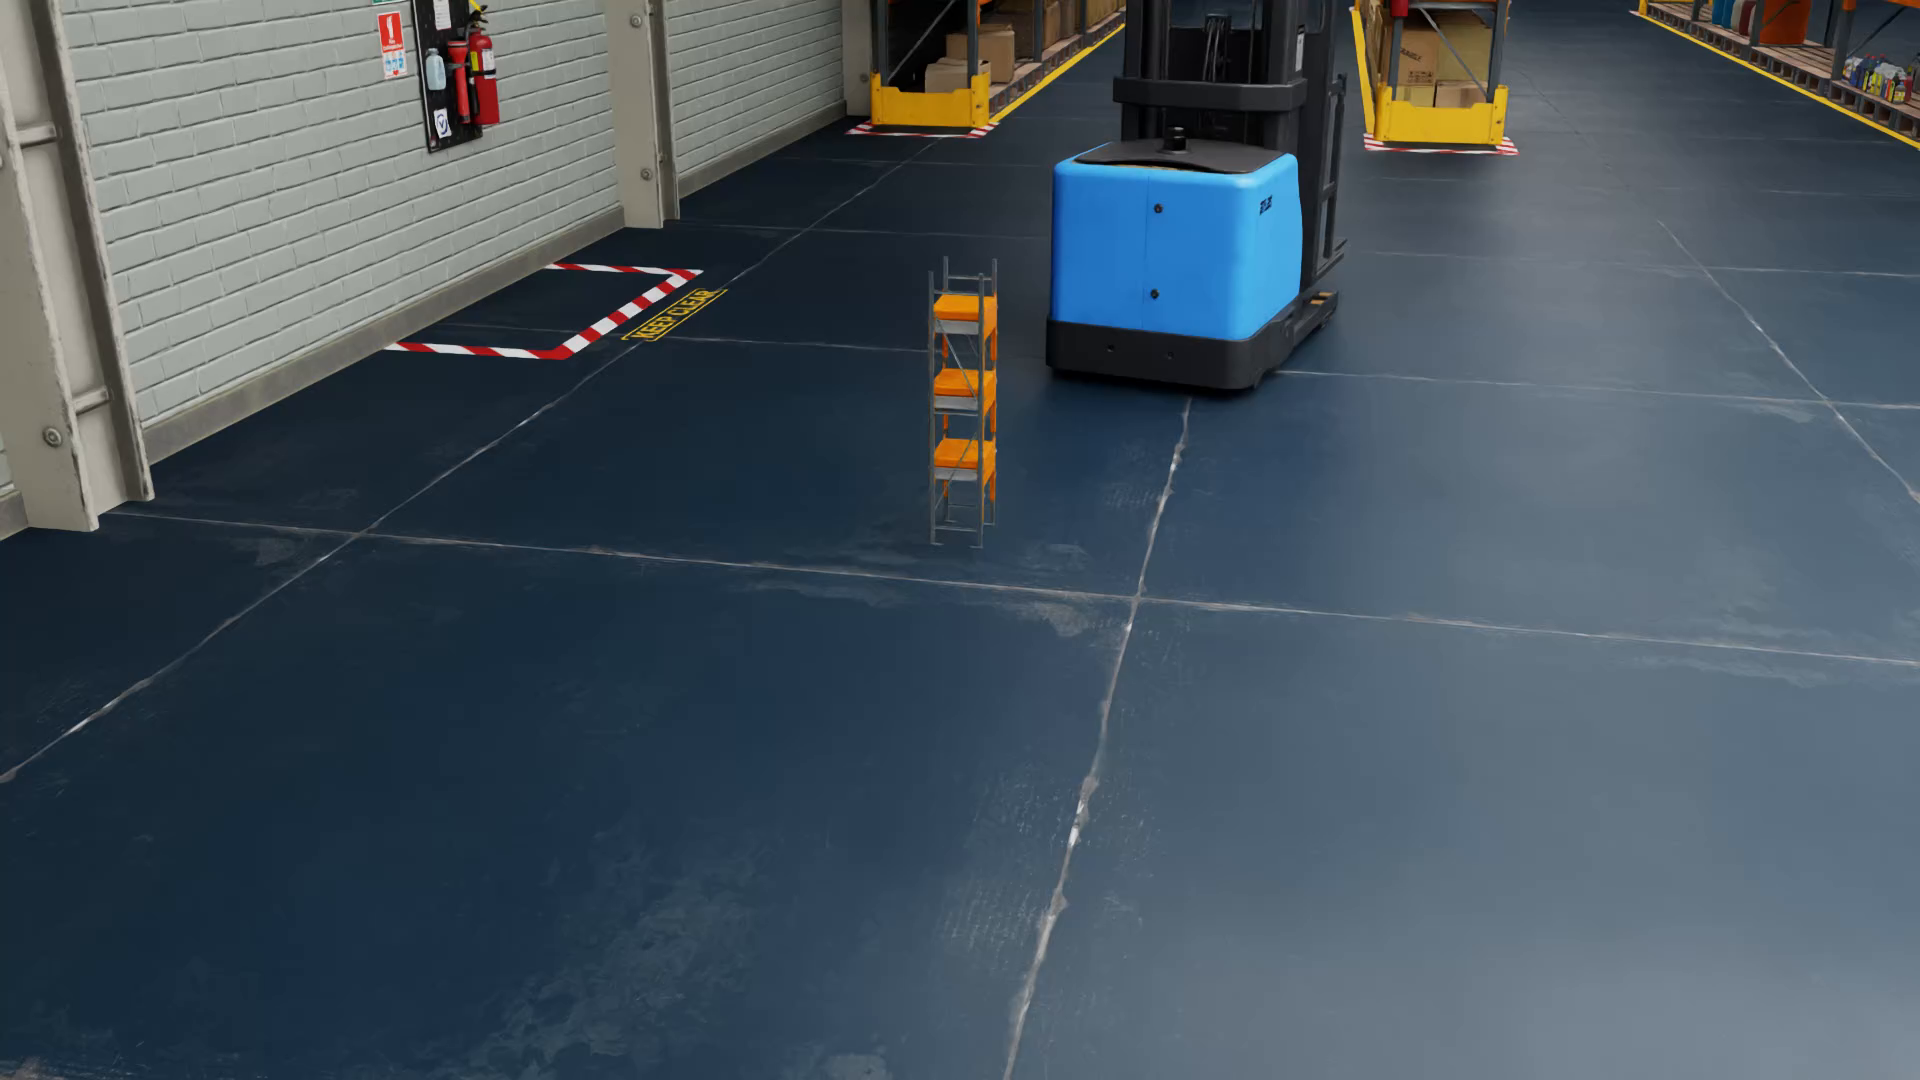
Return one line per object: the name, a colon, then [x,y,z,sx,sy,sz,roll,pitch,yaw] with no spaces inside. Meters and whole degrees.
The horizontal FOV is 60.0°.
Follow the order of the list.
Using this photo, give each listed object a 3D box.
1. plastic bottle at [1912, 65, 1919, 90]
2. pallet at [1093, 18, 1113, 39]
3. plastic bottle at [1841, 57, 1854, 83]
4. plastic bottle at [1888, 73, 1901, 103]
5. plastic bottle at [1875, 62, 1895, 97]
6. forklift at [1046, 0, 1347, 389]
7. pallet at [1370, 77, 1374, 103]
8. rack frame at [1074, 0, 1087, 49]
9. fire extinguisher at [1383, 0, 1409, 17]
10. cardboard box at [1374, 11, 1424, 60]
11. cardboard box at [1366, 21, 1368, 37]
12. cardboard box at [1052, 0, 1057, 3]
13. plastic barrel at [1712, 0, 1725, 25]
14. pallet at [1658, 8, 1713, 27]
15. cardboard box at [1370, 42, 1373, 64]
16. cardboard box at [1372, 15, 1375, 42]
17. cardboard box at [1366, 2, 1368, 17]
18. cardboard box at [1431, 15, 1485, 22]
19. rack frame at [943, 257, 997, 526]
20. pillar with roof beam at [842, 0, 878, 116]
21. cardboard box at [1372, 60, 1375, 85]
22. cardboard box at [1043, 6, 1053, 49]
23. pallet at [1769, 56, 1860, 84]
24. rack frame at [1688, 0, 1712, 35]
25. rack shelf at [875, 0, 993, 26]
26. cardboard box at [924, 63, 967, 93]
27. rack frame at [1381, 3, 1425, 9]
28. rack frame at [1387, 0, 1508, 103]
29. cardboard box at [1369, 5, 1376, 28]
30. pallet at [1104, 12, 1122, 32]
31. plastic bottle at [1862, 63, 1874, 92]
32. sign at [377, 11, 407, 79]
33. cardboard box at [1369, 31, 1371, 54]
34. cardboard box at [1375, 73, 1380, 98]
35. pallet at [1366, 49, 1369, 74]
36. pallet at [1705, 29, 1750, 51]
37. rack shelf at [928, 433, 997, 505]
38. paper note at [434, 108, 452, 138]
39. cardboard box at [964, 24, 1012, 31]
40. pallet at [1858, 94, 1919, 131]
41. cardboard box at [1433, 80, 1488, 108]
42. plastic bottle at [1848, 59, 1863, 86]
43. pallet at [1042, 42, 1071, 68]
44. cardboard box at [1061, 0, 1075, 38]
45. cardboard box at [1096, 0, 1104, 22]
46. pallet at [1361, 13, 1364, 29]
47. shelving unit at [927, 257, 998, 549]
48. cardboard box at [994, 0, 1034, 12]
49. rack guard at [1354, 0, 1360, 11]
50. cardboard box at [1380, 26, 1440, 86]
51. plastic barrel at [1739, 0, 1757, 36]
plastic bottle: [10.155,-4.897,17.553,0.152,0.276,0.135,4,22,11]
pallet: [1.797,-7.933,25.770,1.003,0.211,1.213,4,22,11]
plastic bottle: [9.700,-5.137,18.156,0.097,0.271,0.097,0,22,0]
plastic bottle: [9.329,-4.512,16.588,0.061,0.283,0.133,5,22,12]
plastic bottle: [9.460,-4.701,16.967,0.144,0.351,0.185,5,23,13]
forklift: [1.501,-2.595,8.872,1.130,2.935,3.031,10,24,23]
pallet: [5.142,-5.079,18.683,1.003,0.211,1.213,4,22,11]
rack frame: [1.312,-8.500,23.443,1.000,3.000,0.127,4,22,11]
fire extinguisher: [4.051,-5.154,15.239,0.296,0.674,0.183,4,22,11]
cardboard box: [4.741,-5.416,17.901,0.500,0.500,0.500,4,22,11]
cardboard box: [5.767,-6.873,22.524,0.500,0.250,0.500,4,22,11]
cardboard box: [1.038,-7.421,22.518,0.500,0.250,0.500,5,22,12]
plastic barrel: [11.699,-8.231,25.022,0.600,0.901,0.708,4,22,11]
pallet: [12.185,-8.633,27.507,1.003,0.211,1.213,4,22,11]
cardboard box: [5.146,-5.754,19.743,0.500,0.250,0.500,4,22,10]
cardboard box: [5.248,-6.201,20.102,0.500,0.311,0.500,5,22,12]
cardboard box: [6.543,-8.276,25.646,0.500,0.500,0.500,5,22,12]
cardboard box: [5.165,-5.192,17.345,0.500,0.500,0.500,4,22,11]
rack frame: [0.036,-0.551,6.317,0.200,1.050,0.008,4,22,11]
pillar with roof beam: [3.190,-8.350,15.042,9.100,9.000,0.400,4,22,11]
cardboard box: [4.740,-5.068,18.041,0.500,0.250,0.500,4,22,11]
cardboard box: [0.829,-6.728,21.801,0.700,0.500,0.500,5,22,12]
pallet: [10.563,-5.726,20.288,1.003,0.211,1.213,4,22,11]
rack frame: [11.826,-9.207,25.200,1.000,3.000,0.127,4,22,11]
rack shelf: [0.087,-5.972,18.129,1.077,0.370,4.000,4,22,11]
cardboard box: [-0.092,-4.777,17.209,0.500,0.311,0.500,2,22,5]
rack frame: [5.346,-6.660,18.876,1.000,3.000,0.127,4,22,11]
rack frame: [4.529,-5.198,15.244,1.000,3.000,0.127,4,22,11]
cardboard box: [5.562,-6.755,21.478,0.500,0.311,0.500,4,22,9]
pallet: [2.044,-8.381,26.881,1.003,0.211,1.213,4,22,11]
plastic bottle: [9.510,-4.836,17.392,0.061,0.283,0.133,5,23,13]
sign: [-3.004,-2.623,8.803,0.001,0.329,0.234,4,22,11]
cardboard box: [5.461,-6.311,21.128,0.500,0.250,0.500,5,22,12]
cardboard box: [4.440,-4.519,16.678,0.500,0.250,0.500,4,22,11]
pallet: [5.705,-6.087,21.185,1.003,0.211,1.213,4,22,11]
pallet: [11.381,-7.187,23.917,1.003,0.211,1.213,4,22,11]
rack shelf: [0.011,-0.239,6.314,0.215,0.259,0.240,4,22,11]
paper note: [-2.894,-2.332,9.309,0.016,0.148,0.142,4,22,11]
cardboard box: [0.323,-5.699,19.245,0.500,0.500,0.500,3,22,7]
pallet: [9.769,-4.298,16.743,1.003,0.211,1.213,4,22,11]
cardboard box: [4.857,-4.296,16.124,0.500,0.250,0.500,4,22,11]
plastic bottle: [9.661,-5.019,17.857,0.152,0.276,0.135,5,23,13]
pallet: [0.900,-6.476,22.150,1.003,0.211,1.213,4,22,11]
cardboard box: [1.216,-7.277,23.164,0.700,0.500,0.500,5,22,12]
cardboard box: [1.775,-8.276,25.203,0.750,0.750,0.750,4,22,11]
pallet: [7.119,-8.544,27.285,1.003,0.211,1.213,4,22,11]
shelving unit: [0.011,-0.507,6.206,0.215,1.050,0.252,4,22,11]
cardboard box: [0.716,-6.861,21.127,0.500,0.250,0.500,4,22,10]
rack guard: [7.779,-9.862,30.171,1.175,0.500,0.348,4,22,11]
cardboard box: [4.348,-4.684,16.082,0.500,0.500,0.500,4,22,11]
plastic barrel: [11.324,-7.414,23.412,0.600,0.588,0.708,4,22,11]
